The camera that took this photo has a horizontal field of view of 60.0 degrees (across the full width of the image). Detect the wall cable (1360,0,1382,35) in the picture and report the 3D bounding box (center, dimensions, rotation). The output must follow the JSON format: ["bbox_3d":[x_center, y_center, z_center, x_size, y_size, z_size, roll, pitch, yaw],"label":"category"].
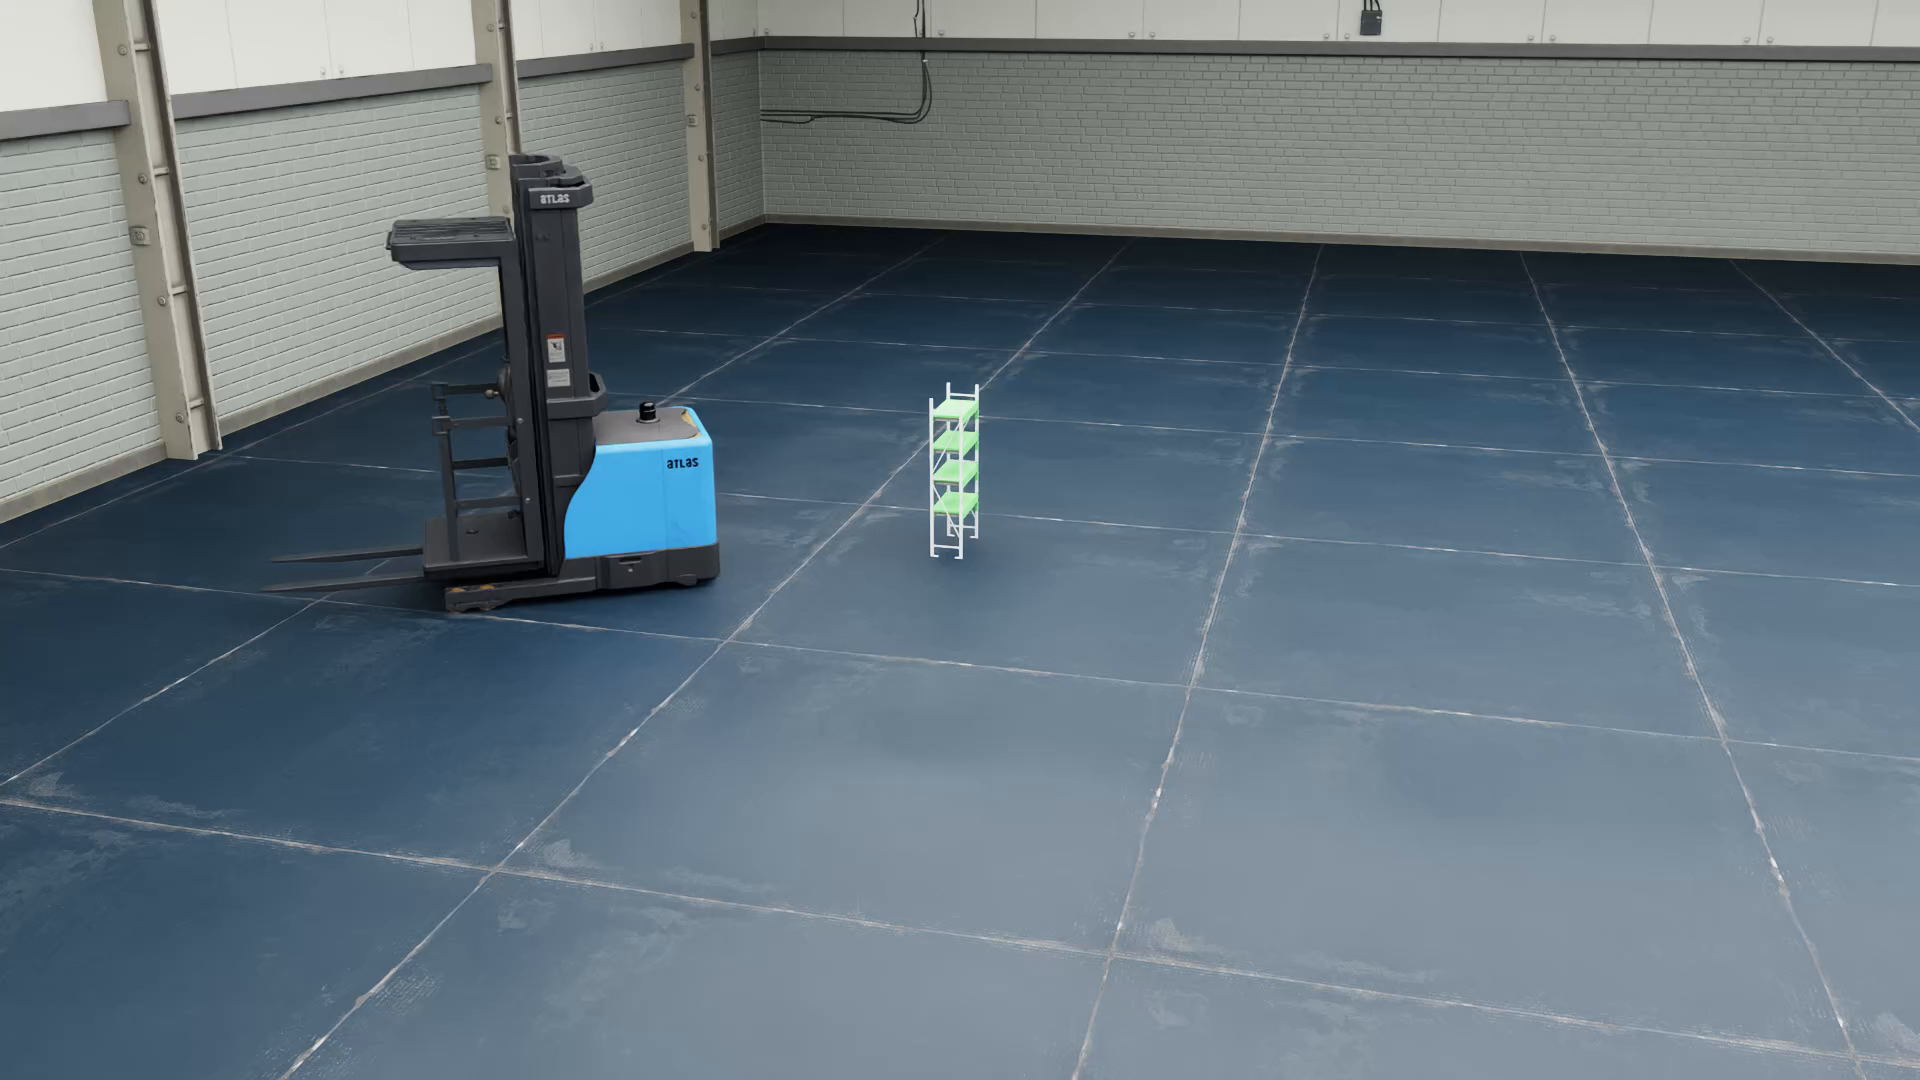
[{"bbox_3d":[7.233,-10.478,24.181,2.305,6.003,0.169,5,19,13],"label":"wall cable"}]

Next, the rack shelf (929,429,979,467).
[{"bbox_3d":[-0.040,-0.683,12.285,0.258,0.148,0.480,5,19,13],"label":"rack shelf"}]

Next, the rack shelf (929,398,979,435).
[{"bbox_3d":[-0.040,-0.910,12.207,0.258,0.148,0.480,5,19,13],"label":"rack shelf"}]

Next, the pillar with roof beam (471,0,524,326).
[{"bbox_3d":[-1.262,-6.584,18.041,9.100,9.000,0.400,5,19,13],"label":"pillar with roof beam"}]

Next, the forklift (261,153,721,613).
[{"bbox_3d":[-3.273,-1.083,11.322,3.031,2.935,1.130,-6,20,-16],"label":"forklift"}]

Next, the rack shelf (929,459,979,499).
[{"bbox_3d":[-0.040,-0.455,12.362,0.258,0.148,0.480,5,19,13],"label":"rack shelf"}]

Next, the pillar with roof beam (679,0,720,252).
[{"bbox_3d":[0.204,-8.464,23.547,9.100,9.000,0.400,5,19,13],"label":"pillar with roof beam"}]

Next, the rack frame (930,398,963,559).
[{"bbox_3d":[-0.100,-0.439,12.118,0.240,1.200,0.015,5,19,13],"label":"rack frame"}]

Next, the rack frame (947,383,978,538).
[{"bbox_3d":[0.019,-0.592,12.566,0.240,1.200,0.015,5,19,13],"label":"rack frame"}]

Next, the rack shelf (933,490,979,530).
[{"bbox_3d":[-0.040,-0.228,12.440,0.258,0.148,0.480,5,19,13],"label":"rack shelf"}]

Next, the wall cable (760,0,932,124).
[{"bbox_3d":[-1.969,-8.154,27.442,3.097,2.526,0.112,5,19,13],"label":"wall cable"}]

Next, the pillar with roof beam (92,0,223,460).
[{"bbox_3d":[-2.728,-4.703,12.535,9.100,9.000,0.400,5,19,13],"label":"pillar with roof beam"}]

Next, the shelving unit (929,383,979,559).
[{"bbox_3d":[-0.040,-0.516,12.342,0.258,1.200,0.503,5,19,13],"label":"shelving unit"}]
